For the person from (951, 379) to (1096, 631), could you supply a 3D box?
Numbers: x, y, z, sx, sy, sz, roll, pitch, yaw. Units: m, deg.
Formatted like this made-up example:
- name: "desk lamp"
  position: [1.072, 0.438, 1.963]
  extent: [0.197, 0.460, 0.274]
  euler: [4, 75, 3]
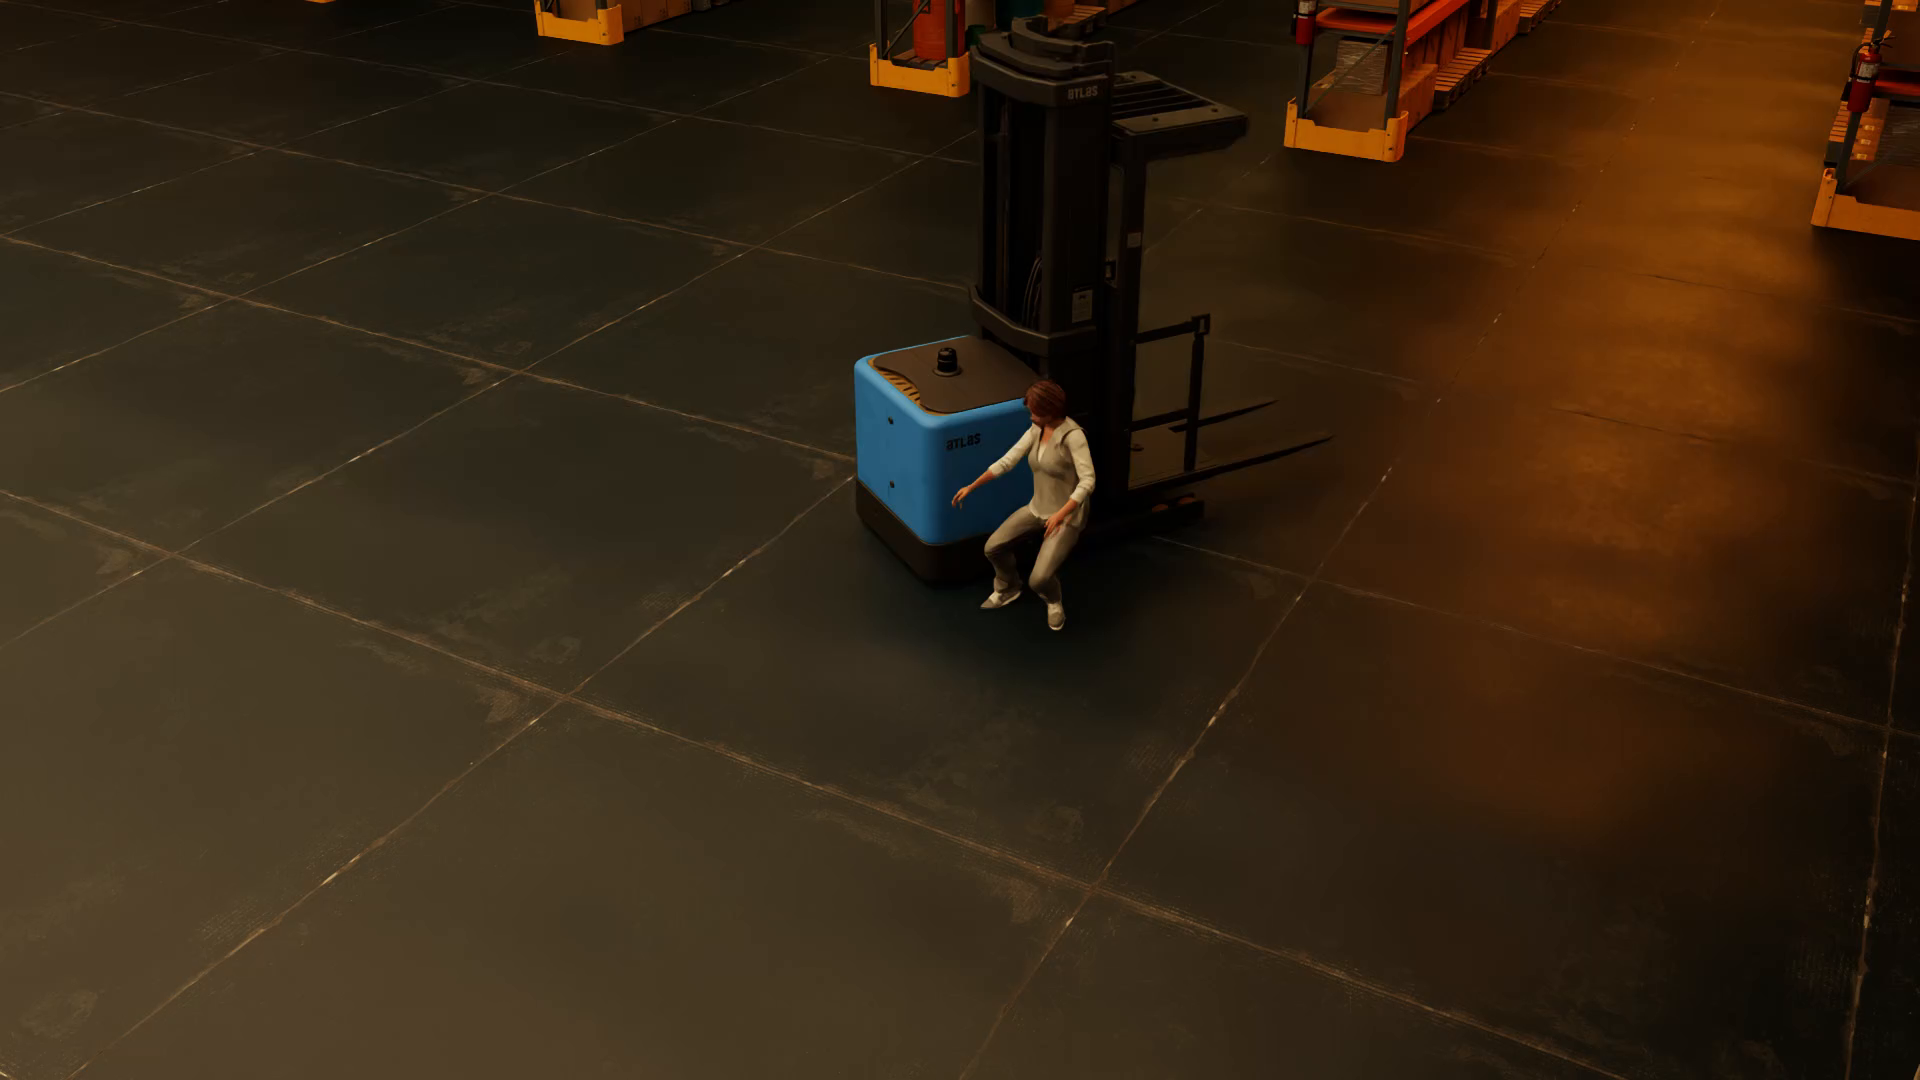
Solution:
- name: "person"
  position: [0.358, -0.112, 8.814]
  extent: [0.642, 1.454, 0.713]
  euler: [-19, 35, -30]

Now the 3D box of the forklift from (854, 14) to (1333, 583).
- name: "forklift"
  position: [0.913, -1.537, 9.735]
  extent: [3.031, 2.935, 1.130]
  euler: [-15, 33, -24]
